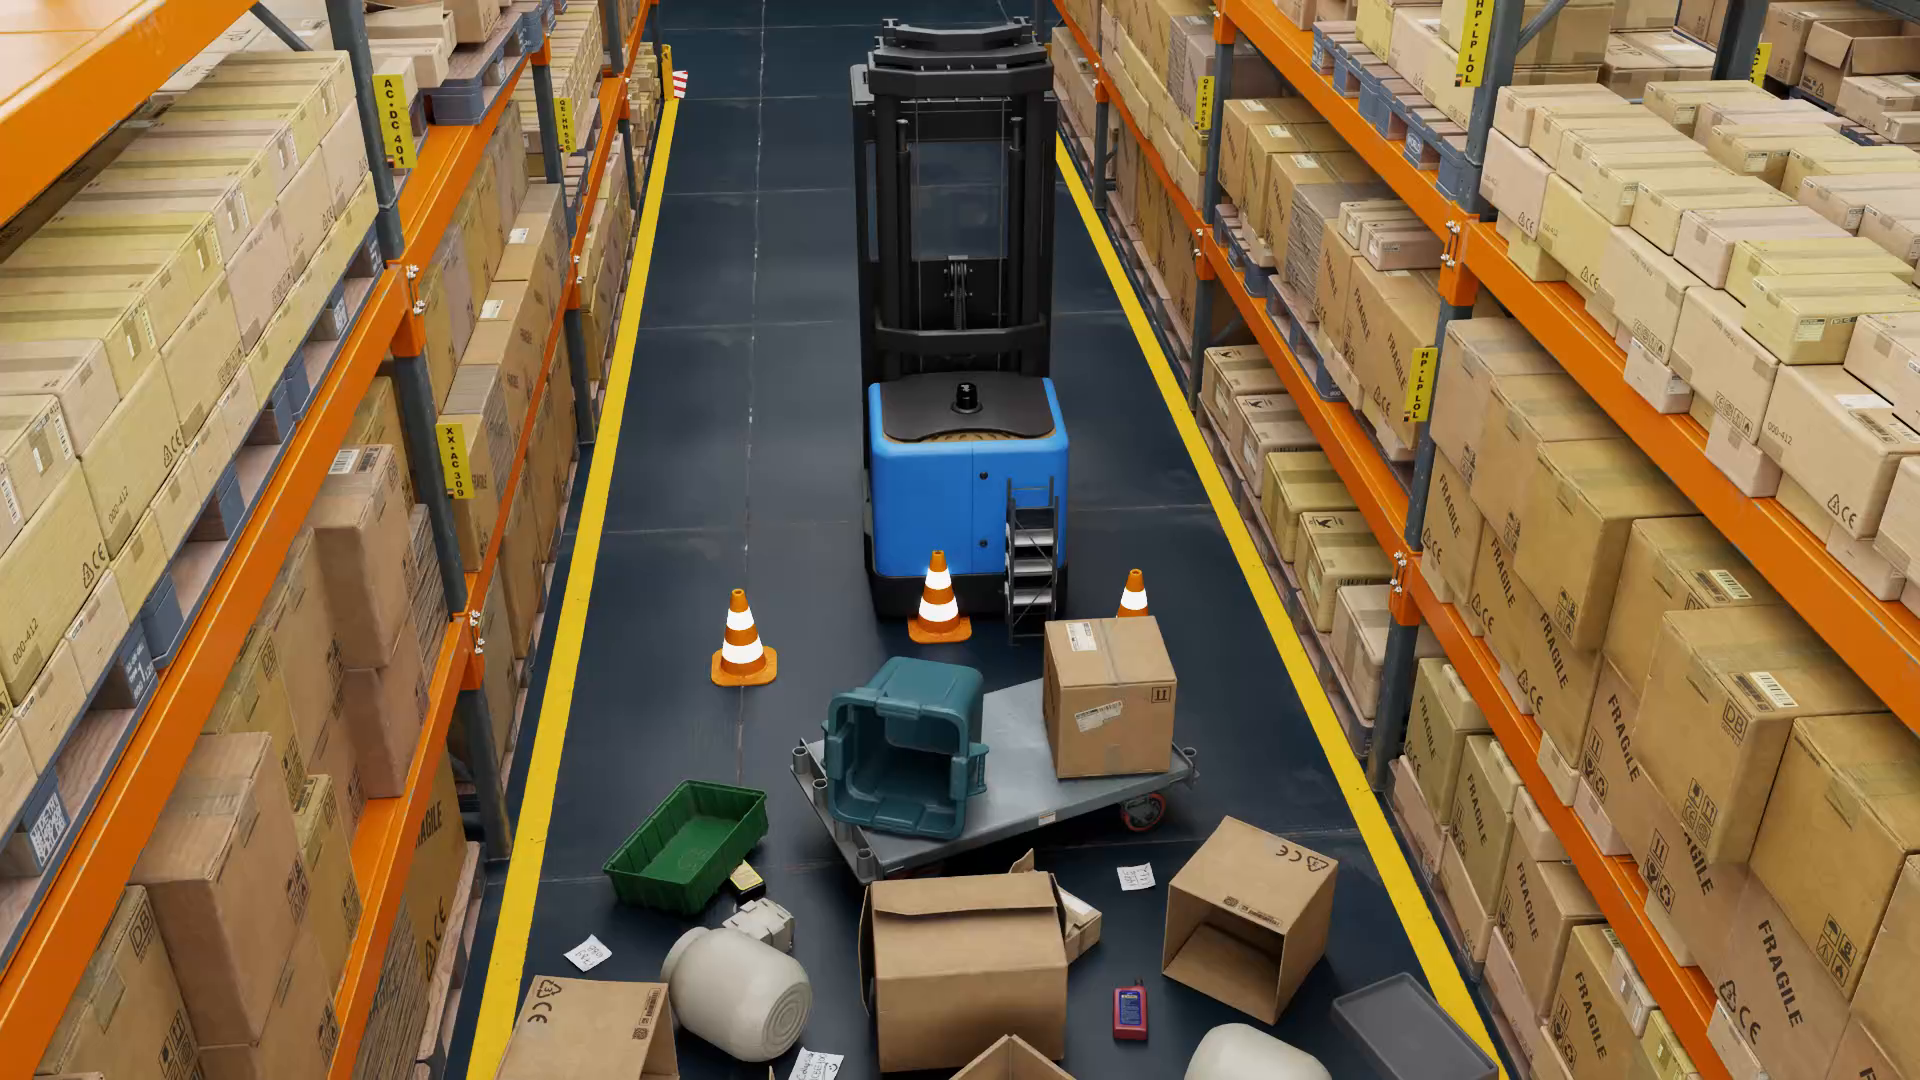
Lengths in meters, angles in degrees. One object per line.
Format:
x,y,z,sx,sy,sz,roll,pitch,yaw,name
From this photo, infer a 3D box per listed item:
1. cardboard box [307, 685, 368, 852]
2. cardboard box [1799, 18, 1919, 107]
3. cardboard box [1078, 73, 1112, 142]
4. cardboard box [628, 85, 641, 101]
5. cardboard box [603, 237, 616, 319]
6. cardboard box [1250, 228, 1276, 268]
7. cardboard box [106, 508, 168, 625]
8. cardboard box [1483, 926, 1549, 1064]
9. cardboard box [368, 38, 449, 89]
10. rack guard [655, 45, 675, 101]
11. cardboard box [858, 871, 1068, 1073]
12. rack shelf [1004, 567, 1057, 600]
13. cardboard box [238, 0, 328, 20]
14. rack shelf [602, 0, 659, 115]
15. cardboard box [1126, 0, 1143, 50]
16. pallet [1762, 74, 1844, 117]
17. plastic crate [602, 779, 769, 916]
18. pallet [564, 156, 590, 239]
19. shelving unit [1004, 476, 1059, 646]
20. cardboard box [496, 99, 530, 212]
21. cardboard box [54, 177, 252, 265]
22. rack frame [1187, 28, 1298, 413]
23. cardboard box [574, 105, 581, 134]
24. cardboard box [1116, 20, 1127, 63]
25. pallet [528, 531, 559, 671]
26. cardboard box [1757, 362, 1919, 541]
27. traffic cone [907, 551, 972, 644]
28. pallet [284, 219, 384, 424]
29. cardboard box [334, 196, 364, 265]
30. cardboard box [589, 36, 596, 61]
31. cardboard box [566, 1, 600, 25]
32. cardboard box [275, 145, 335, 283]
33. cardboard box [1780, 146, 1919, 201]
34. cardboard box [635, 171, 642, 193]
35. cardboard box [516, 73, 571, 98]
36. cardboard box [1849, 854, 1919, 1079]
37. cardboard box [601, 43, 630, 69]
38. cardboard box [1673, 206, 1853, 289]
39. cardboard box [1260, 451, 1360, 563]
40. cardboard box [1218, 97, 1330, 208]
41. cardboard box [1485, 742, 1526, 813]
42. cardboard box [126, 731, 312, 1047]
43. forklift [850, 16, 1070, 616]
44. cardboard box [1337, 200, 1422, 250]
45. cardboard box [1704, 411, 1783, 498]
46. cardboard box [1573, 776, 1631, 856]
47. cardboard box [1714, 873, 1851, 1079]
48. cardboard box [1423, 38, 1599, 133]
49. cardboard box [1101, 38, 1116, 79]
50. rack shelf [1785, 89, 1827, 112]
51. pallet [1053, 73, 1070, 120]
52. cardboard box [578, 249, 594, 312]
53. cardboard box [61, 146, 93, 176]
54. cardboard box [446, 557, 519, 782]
-2.445,0.815,5.315,0.875,0.550,0.550,-3,31,-5,cardboard box
6.651,-3.490,12.157,0.797,0.503,0.637,-3,31,-6,cardboard box
1.637,-4.106,15.788,0.875,0.438,0.875,-4,31,-6,cardboard box
-3.193,-4.151,15.565,0.380,0.149,0.250,-3,31,-4,cardboard box
-2.788,-1.911,12.052,0.500,0.500,0.500,-4,31,-6,cardboard box
1.869,-1.669,9.455,0.380,0.149,0.250,-3,31,-4,cardboard box
-1.933,0.063,3.532,0.380,0.149,0.250,-3,31,-4,cardboard box
2.320,1.699,6.253,0.500,0.250,0.500,-3,31,-5,cardboard box
-2.371,-2.001,6.987,0.380,0.149,0.250,-3,31,-5,cardboard box
-3.613,-4.884,17.440,1.175,0.500,0.348,-3,31,-5,rack guard
0.013,1.645,6.374,0.797,0.637,0.503,-3,31,-5,cardboard box
0.370,0.223,8.739,0.258,0.077,0.200,-2,31,-4,rack shelf
-2.882,-2.227,7.208,0.500,0.311,0.500,-4,31,-6,cardboard box
-3.433,-4.666,15.339,1.077,0.370,4.000,-3,31,-5,rack shelf
1.547,-3.962,12.386,0.500,0.500,0.500,-3,31,-6,cardboard box
6.802,-3.351,12.622,1.003,0.211,1.213,-3,31,-5,pallet
-1.178,1.339,7.270,0.450,0.188,0.662,4,30,26,plastic crate
-3.045,-2.188,10.676,1.213,0.211,1.003,-3,31,-5,pallet
0.370,0.118,8.676,0.258,0.900,0.210,-2,31,-4,shelving unit
-2.841,-2.154,9.359,0.700,0.500,0.500,-3,31,-5,cardboard box
-2.030,-0.799,4.198,0.380,0.149,0.250,-3,31,-5,cardboard box
2.046,-2.201,10.509,1.000,3.000,0.127,-3,31,-5,rack frame
-2.839,-2.899,11.514,0.380,0.149,0.250,-2,31,-4,cardboard box
1.510,-3.890,12.996,0.500,0.250,0.500,-2,31,-4,cardboard box
-2.763,0.313,9.021,1.003,0.211,1.213,-3,31,-5,pallet
2.379,-0.237,4.153,0.500,0.250,0.500,-2,31,-3,cardboard box
-0.112,0.264,8.856,0.336,0.463,0.334,-3,31,-5,traffic cone
-2.433,-0.701,5.160,1.003,0.211,1.213,-3,31,-5,pallet
-2.123,-0.974,5.268,0.380,0.149,0.250,-2,31,-4,cardboard box
-2.966,-3.699,12.564,0.380,0.149,0.250,-1,31,-2,cardboard box
-3.014,-4.086,12.922,0.380,0.149,0.250,-1,31,-2,cardboard box
-2.150,-0.947,4.834,0.500,0.250,0.500,-3,31,-5,cardboard box
2.858,-1.137,5.271,0.380,0.149,0.250,-2,31,-3,cardboard box
-2.960,-3.112,14.405,0.380,0.149,0.250,-4,31,-7,cardboard box
-2.820,-3.021,11.138,0.380,0.149,0.250,-1,31,-2,cardboard box
2.529,1.033,3.732,0.700,0.500,0.500,-3,31,-6,cardboard box
-2.947,-4.007,13.778,0.380,0.149,0.250,-2,31,-3,cardboard box
2.301,-0.842,4.777,0.380,0.149,0.250,-3,31,-5,cardboard box
2.231,-0.200,9.313,0.950,0.372,0.625,-2,31,-3,cardboard box
1.858,-2.311,9.896,0.500,0.500,0.500,-4,31,-6,cardboard box
2.208,0.884,6.252,0.380,0.149,0.250,-2,31,-3,cardboard box
-2.182,0.884,4.145,0.875,0.550,0.550,-3,31,-5,cardboard box
-0.046,-1.580,9.538,1.130,2.935,3.031,-2,31,-4,forklift
2.026,-1.503,7.911,0.380,0.149,0.250,-4,31,-7,cardboard box
2.294,-0.247,4.558,0.380,0.149,0.250,-3,31,-5,cardboard box
2.292,0.906,5.552,0.380,0.149,0.250,-3,31,-5,cardboard box
2.427,1.193,4.440,0.500,0.500,0.500,-3,31,-4,cardboard box
2.221,-1.853,6.739,0.500,0.250,0.500,-3,31,-6,cardboard box
1.451,-3.941,13.569,0.500,0.250,0.500,-3,31,-6,cardboard box
6.801,-3.153,12.805,1.077,0.370,4.000,-3,31,-5,rack shelf
1.452,-4.683,17.385,1.003,0.211,1.213,-3,31,-5,pallet
-2.696,-1.705,10.976,0.500,0.250,0.500,-4,31,-7,cardboard box
-2.755,-1.154,4.791,0.380,0.149,0.250,-3,31,-5,cardboard box
-2.646,0.603,7.599,1.050,0.750,0.750,-3,31,-5,cardboard box
